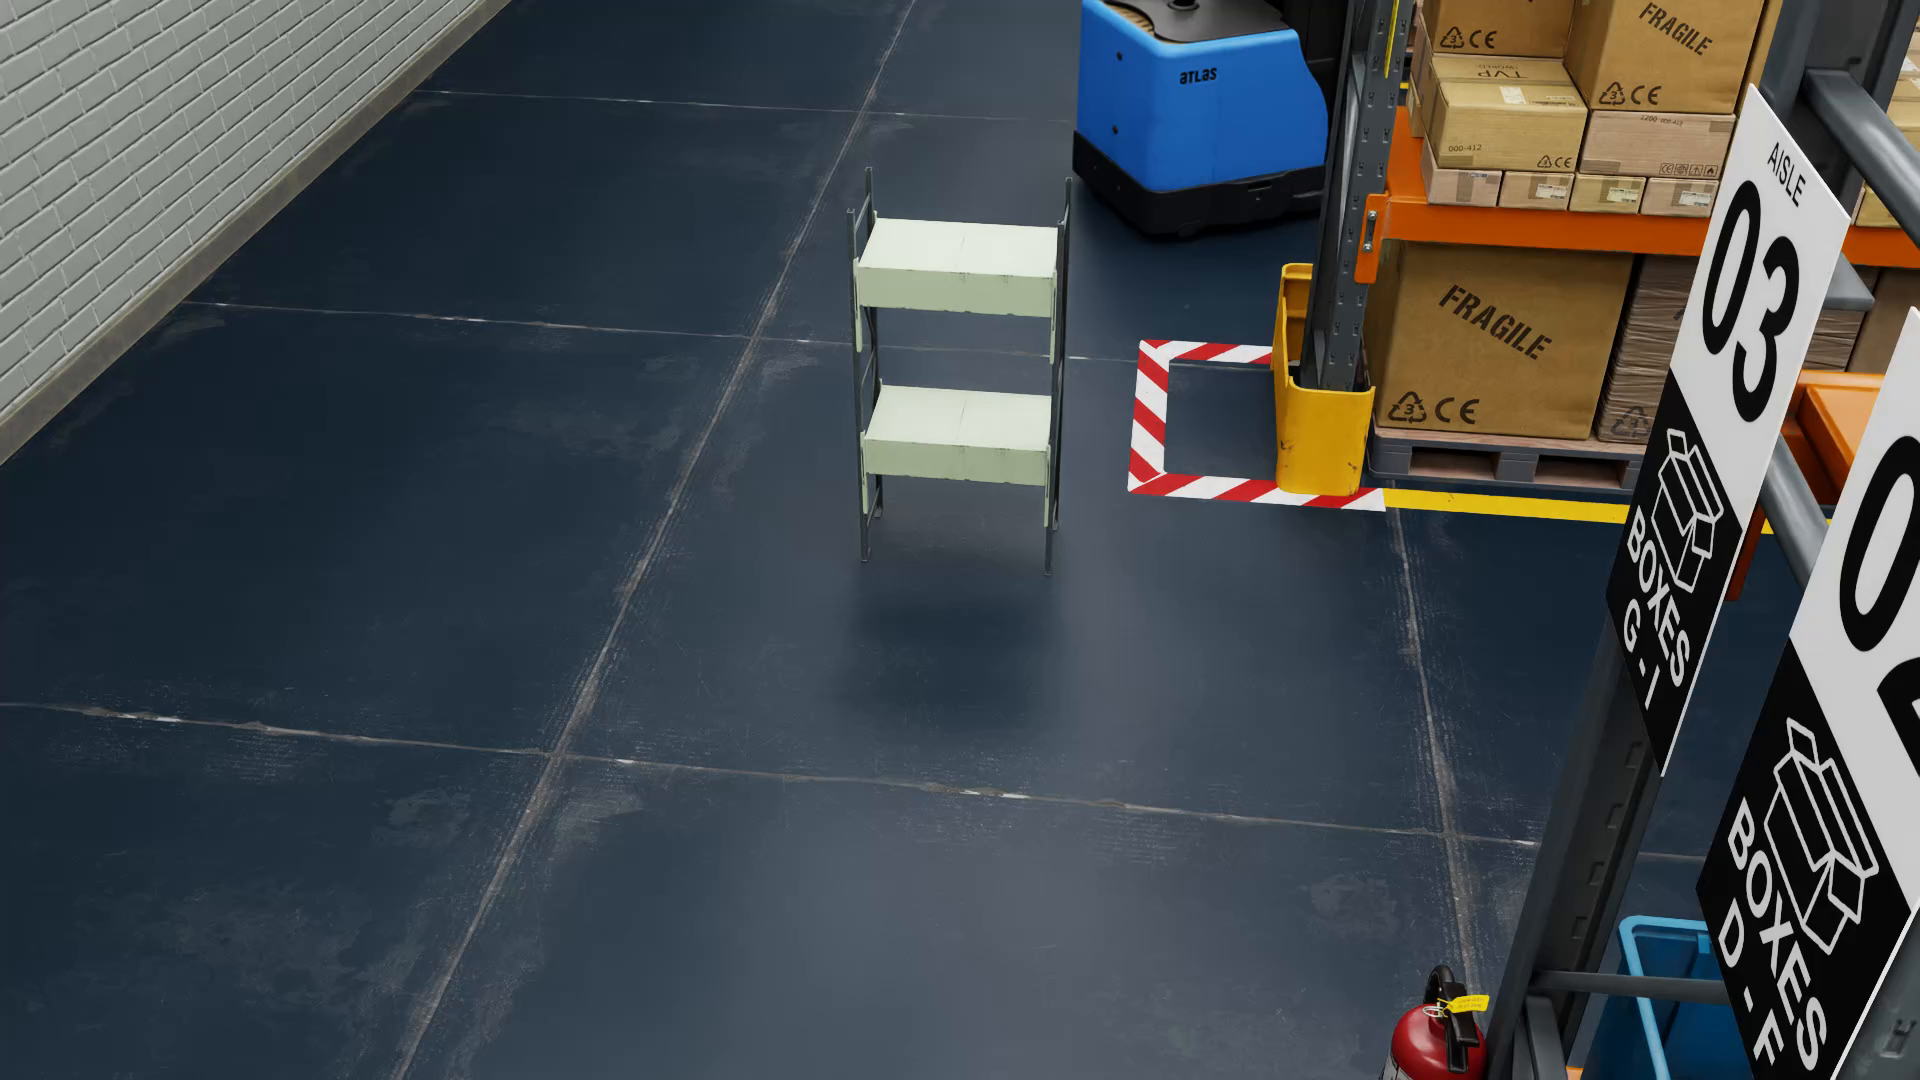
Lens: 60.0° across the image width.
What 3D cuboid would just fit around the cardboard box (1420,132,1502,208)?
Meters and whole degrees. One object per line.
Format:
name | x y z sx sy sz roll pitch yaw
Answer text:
cardboard box | 1.918 -1.427 6.384 0.250 0.149 0.380 5 36 6

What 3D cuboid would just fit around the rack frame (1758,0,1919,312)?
rack frame | 0.977 -1.334 0.873 0.127 3.000 1.000 4 36 6

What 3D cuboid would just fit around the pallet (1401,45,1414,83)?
pallet | 3.217 -3.375 11.298 1.213 0.211 1.003 4 36 6

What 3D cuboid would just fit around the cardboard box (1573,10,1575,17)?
cardboard box | 3.861 -3.475 10.873 0.250 0.149 0.380 3 36 4

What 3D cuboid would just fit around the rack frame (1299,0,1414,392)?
rack frame | 1.608 -1.746 6.614 0.127 3.000 1.000 4 36 6

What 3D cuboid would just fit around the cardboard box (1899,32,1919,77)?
cardboard box | 3.648 -1.812 6.579 0.500 0.250 0.500 4 36 6

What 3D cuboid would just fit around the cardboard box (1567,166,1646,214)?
cardboard box | 2.427 -1.390 6.332 0.250 0.149 0.380 3 36 5

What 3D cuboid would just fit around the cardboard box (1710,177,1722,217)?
cardboard box | 2.938 -1.352 6.279 0.250 0.149 0.380 4 36 5

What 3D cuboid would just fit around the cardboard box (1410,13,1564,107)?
cardboard box | 2.123 -1.923 6.735 0.500 0.250 0.500 4 36 5

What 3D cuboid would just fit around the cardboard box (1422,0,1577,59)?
cardboard box | 2.125 -2.227 6.515 0.500 0.500 0.500 5 36 7

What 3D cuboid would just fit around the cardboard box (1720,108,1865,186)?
cardboard box | 3.064 -1.541 6.200 0.500 0.250 0.500 3 36 4

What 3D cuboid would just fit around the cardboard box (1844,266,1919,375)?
cardboard box | 4.038 -0.918 6.921 0.875 0.875 0.875 4 36 6

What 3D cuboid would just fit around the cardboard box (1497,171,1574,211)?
cardboard box | 2.173 -1.409 6.359 0.250 0.149 0.380 4 36 5

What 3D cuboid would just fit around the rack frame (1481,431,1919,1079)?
rack frame | 0.977 1.108 2.616 0.127 3.000 1.000 4 36 6

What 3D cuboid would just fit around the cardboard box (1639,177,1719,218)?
cardboard box | 2.686 -1.372 6.306 0.250 0.149 0.380 4 36 5

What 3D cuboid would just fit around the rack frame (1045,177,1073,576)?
rack frame | 0.370 -0.583 6.276 0.023 1.500 0.400 4 36 6

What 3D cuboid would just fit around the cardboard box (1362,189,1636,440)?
cardboard box | 2.253 -1.051 7.108 0.875 0.875 0.875 4 36 6

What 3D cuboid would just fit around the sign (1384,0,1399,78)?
sign | 1.531 -1.811 5.892 0.005 0.325 0.100 4 36 6

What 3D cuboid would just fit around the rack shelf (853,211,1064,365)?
rack shelf | 0.007 -0.928 6.087 0.720 0.370 0.431 4 36 6

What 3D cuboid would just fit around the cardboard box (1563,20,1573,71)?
cardboard box | 2.626 -1.885 6.682 0.500 0.250 0.500 4 36 5

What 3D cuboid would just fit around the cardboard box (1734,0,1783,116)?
cardboard box | 3.060 -1.848 5.985 0.500 0.500 0.500 3 36 5

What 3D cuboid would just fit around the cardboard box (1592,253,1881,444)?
cardboard box | 3.156 -0.984 7.013 0.875 0.875 0.875 4 36 6

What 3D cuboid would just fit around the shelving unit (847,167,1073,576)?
shelving unit | 0.007 -0.610 6.314 0.755 1.500 0.431 4 36 6

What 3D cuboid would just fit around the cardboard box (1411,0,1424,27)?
cardboard box | 3.091 -3.489 10.892 0.250 0.149 0.380 4 36 6

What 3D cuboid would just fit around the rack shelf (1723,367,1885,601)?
rack shelf | 2.961 0.328 1.746 4.000 0.370 1.077 4 36 6

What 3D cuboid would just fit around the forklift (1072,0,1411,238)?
forklift | 2.220 -3.366 8.943 3.031 2.935 1.130 -13 38 -18

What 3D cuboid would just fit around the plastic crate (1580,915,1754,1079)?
plastic crate | 1.333 0.986 2.704 0.499 0.435 0.616 4 36 6

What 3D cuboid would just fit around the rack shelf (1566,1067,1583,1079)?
rack shelf | 2.961 1.549 2.617 4.000 0.370 1.077 4 36 6

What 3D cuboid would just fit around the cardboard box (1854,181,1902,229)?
cardboard box | 3.444 -1.314 6.226 0.250 0.149 0.380 3 36 5

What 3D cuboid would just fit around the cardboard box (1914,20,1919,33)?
cardboard box | 5.955 -3.272 10.589 0.250 0.149 0.380 5 36 7

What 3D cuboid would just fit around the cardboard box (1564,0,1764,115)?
cardboard box | 2.546 -1.883 6.034 0.500 0.500 0.500 3 36 5

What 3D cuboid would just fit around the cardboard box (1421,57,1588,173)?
cardboard box | 2.050 -1.615 6.304 0.500 0.250 0.500 3 36 5

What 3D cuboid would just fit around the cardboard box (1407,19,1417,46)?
cardboard box | 3.089 -3.412 11.041 0.250 0.149 0.380 4 36 6

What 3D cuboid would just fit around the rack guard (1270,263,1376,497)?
rack guard | 1.584 -0.730 7.343 0.348 0.500 1.175 4 36 6

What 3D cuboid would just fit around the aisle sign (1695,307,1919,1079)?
aisle sign | 0.868 0.216 1.628 0.004 0.787 0.394 4 36 6

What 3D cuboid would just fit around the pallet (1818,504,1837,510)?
pallet | 3.618 -0.505 7.276 1.213 0.211 1.003 4 36 6

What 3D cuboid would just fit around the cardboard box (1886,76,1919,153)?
cardboard box | 3.582 -1.505 6.150 0.500 0.250 0.500 4 36 5

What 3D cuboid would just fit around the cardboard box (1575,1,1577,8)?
cardboard box | 3.869 -3.574 10.757 0.250 0.149 0.380 6 36 8

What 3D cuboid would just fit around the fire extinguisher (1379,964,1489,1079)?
fire extinguisher | 0.885 1.018 3.129 0.183 0.674 0.296 4 36 6

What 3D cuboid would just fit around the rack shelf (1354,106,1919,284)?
rack shelf | 3.592 -1.305 6.616 4.000 0.370 1.077 4 36 6

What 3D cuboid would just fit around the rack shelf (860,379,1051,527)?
rack shelf | 0.007 -0.345 6.503 0.720 0.370 0.431 4 36 6

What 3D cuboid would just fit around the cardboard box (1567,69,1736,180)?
cardboard box | 2.566 -1.580 6.255 0.500 0.250 0.500 4 36 5

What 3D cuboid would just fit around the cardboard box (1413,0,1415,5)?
cardboard box | 2.816 -3.615 10.813 0.250 0.149 0.380 3 36 4

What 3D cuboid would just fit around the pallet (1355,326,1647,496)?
pallet | 2.411 -0.597 7.405 1.213 0.211 1.003 4 36 6

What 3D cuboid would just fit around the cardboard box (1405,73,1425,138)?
cardboard box | 2.003 -1.807 6.916 0.250 0.149 0.380 5 36 7

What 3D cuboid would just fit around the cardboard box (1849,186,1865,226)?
cardboard box | 3.194 -1.334 6.253 0.250 0.149 0.380 4 36 5

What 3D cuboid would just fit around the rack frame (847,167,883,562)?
rack frame | -0.356 -0.637 6.352 0.023 1.500 0.400 4 36 6

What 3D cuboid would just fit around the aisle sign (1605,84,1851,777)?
aisle sign | 0.943 -0.124 2.104 0.004 0.787 0.394 4 36 6

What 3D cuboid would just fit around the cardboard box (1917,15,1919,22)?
cardboard box | 5.921 -3.429 10.554 0.250 0.149 0.380 5 36 7
